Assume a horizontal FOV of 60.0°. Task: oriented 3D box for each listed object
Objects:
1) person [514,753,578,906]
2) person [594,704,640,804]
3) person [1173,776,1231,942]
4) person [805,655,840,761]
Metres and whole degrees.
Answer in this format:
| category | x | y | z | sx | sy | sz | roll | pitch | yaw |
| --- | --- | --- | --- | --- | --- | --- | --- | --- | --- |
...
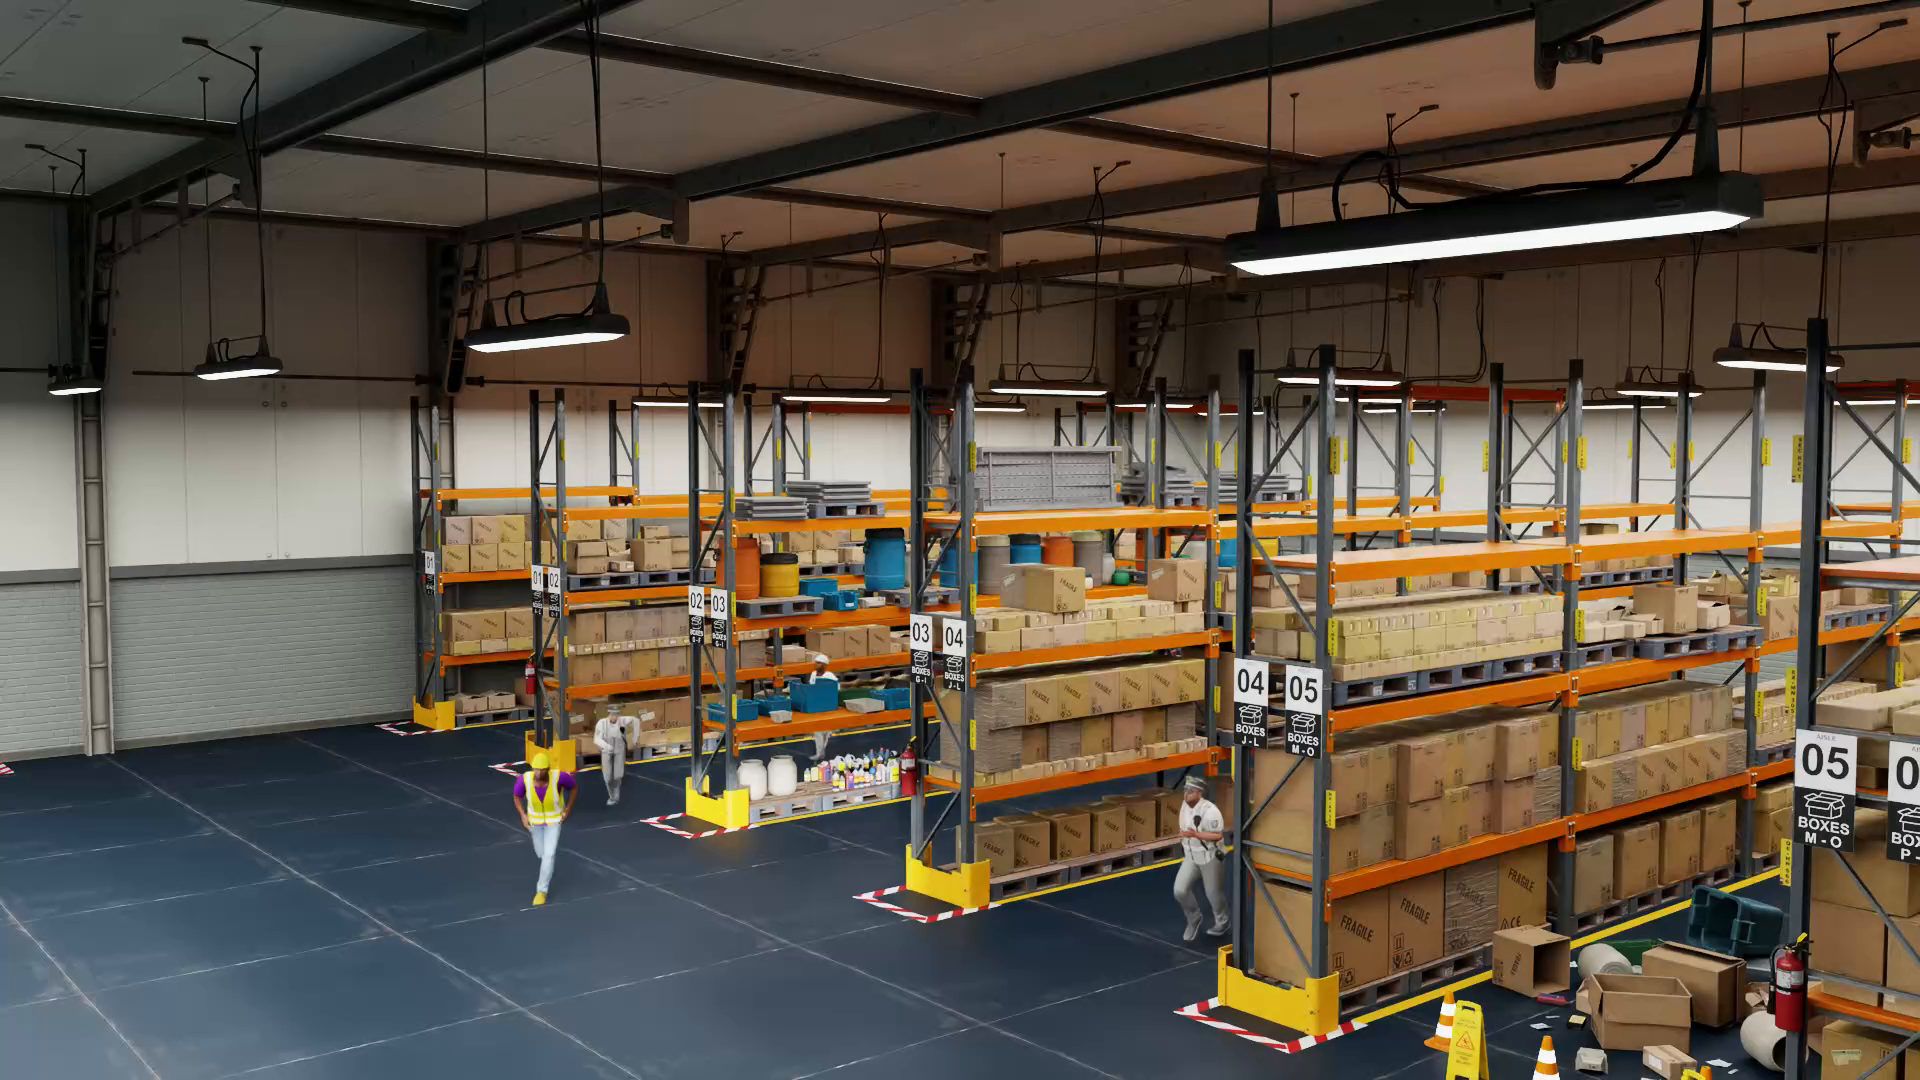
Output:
| category | x | y | z | sx | sy | sz | roll | pitch | yaw |
| --- | --- | --- | --- | --- | --- | --- | --- | --- | --- |
| person | -4.709 | 3.222 | 18.944 | 0.716 | 1.713 | 0.999 | -1 | 3 | -10 |
| person | -4.839 | 3.028 | 23.488 | 0.643 | 1.506 | 0.840 | -1 | 3 | -13 |
| person | 2.482 | 3.291 | 17.087 | 0.836 | 1.789 | 0.627 | -3 | 5 | -43 |
| person | -2.265 | 2.717 | 27.056 | 0.717 | 1.717 | 0.591 | 3 | 4 | 40 |
